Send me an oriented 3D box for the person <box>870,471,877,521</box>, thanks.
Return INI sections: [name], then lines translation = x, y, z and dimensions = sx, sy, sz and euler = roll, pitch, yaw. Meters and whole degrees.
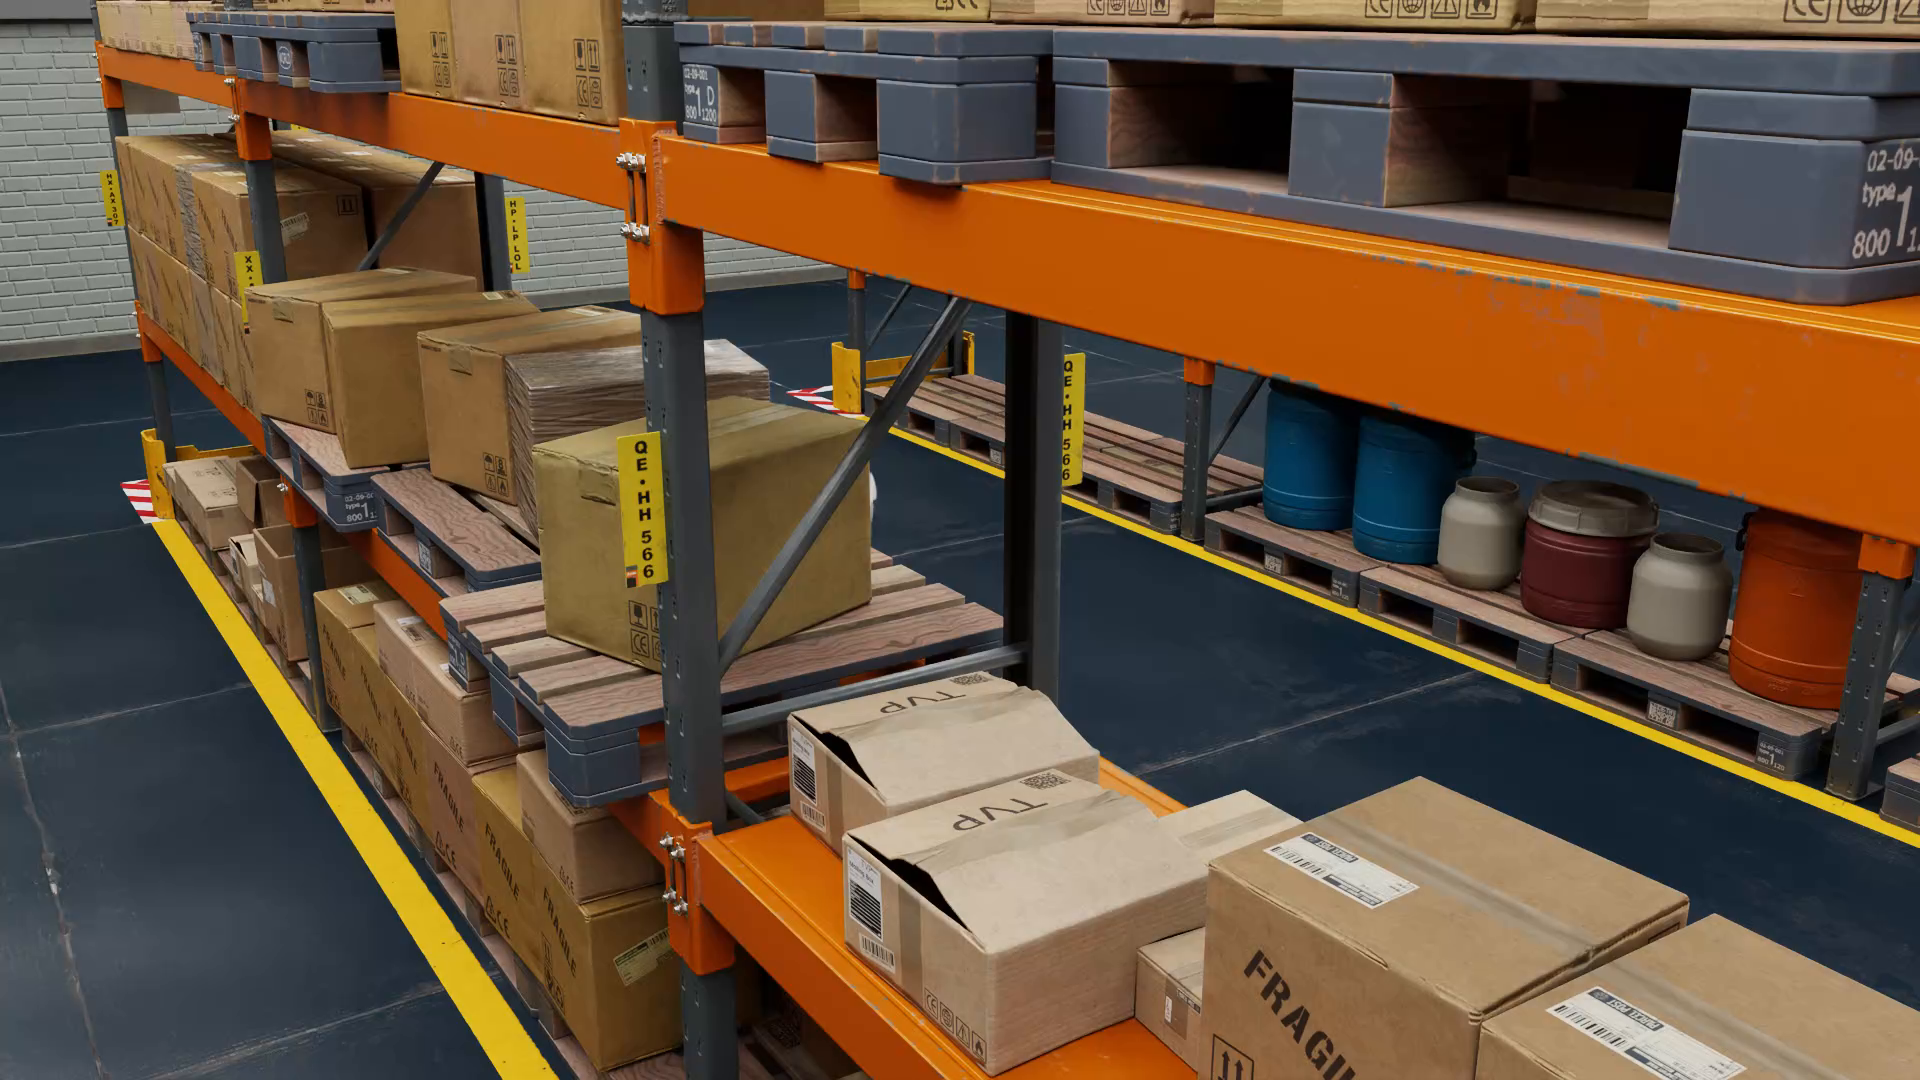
[person]
translation = -0.800, -0.007, 8.158
dimensions = 0.499, 1.080, 1.043
euler = -12, 22, -34
